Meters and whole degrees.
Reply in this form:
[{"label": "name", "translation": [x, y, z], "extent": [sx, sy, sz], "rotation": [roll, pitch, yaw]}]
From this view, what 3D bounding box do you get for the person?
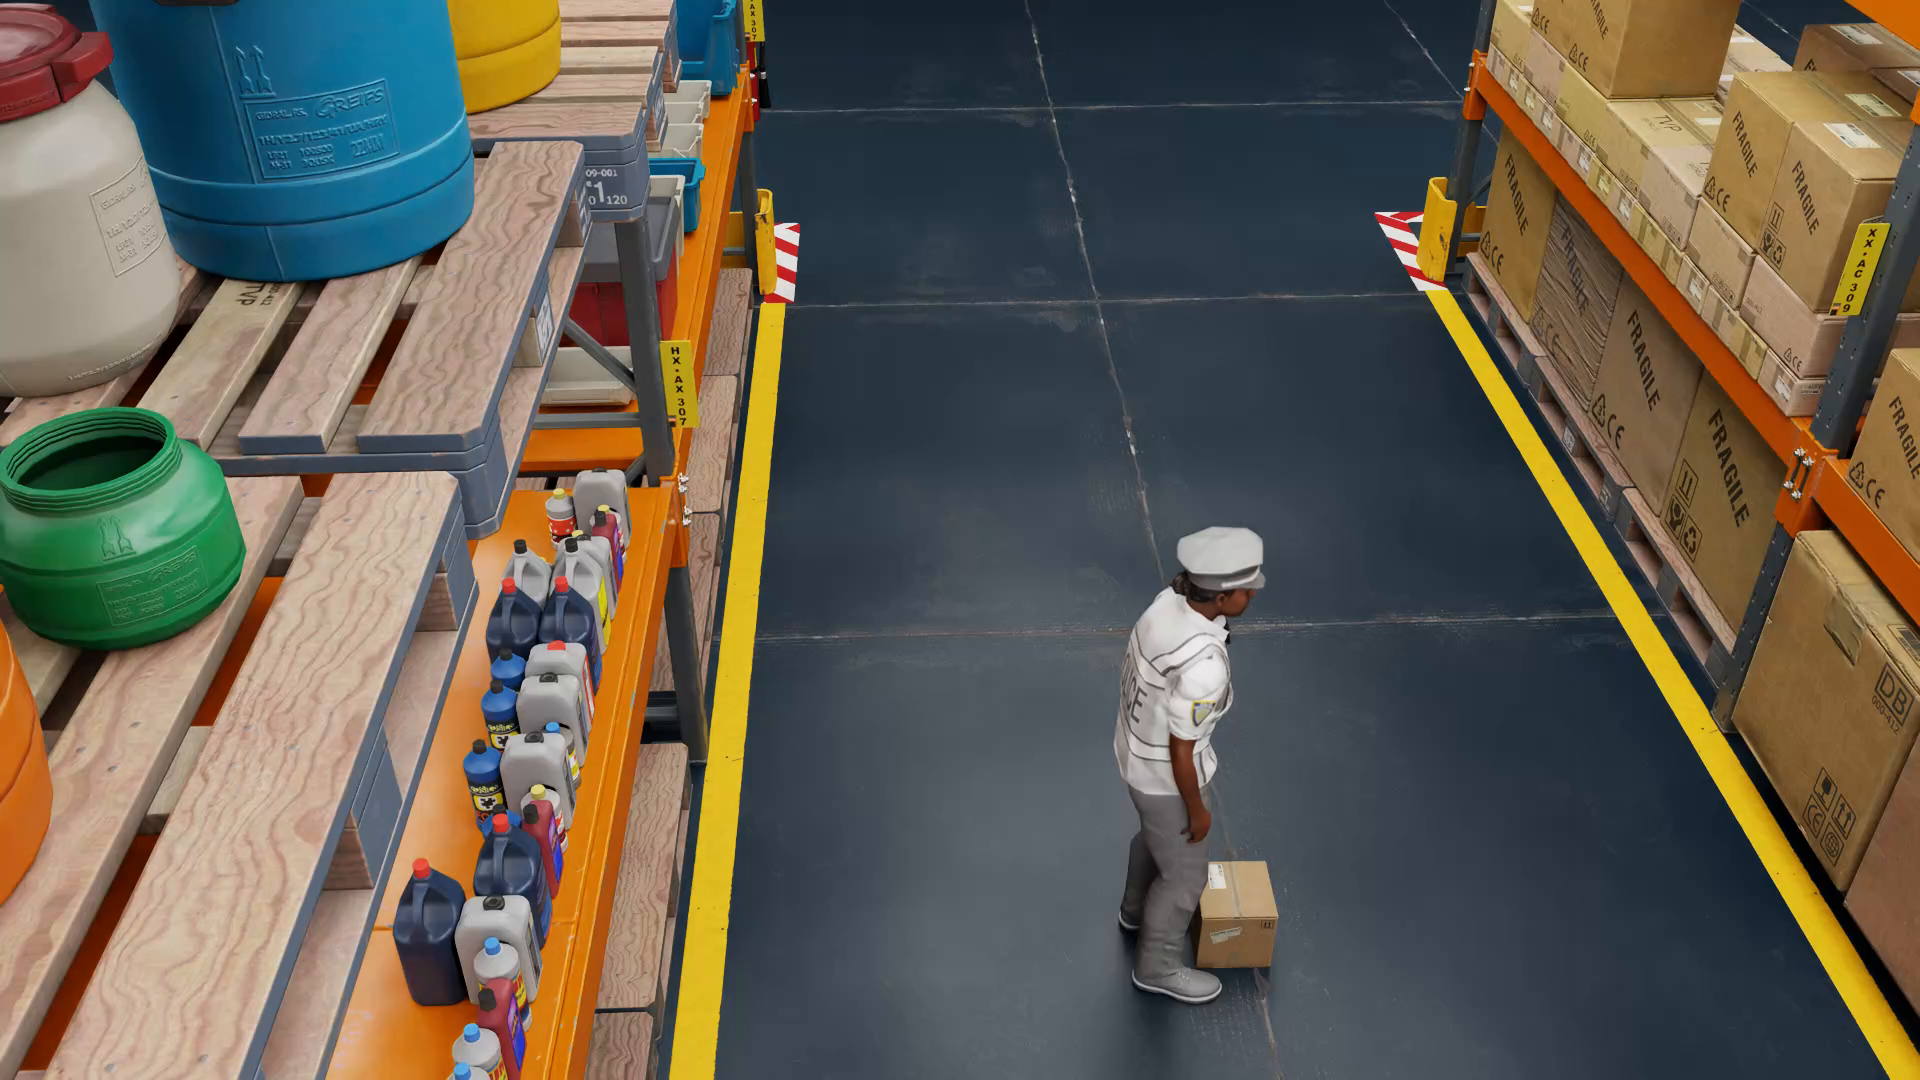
[{"label": "person", "translation": [0.682, 0.700, 5.163], "extent": [0.398, 1.658, 0.510], "rotation": [-2, 35, -2]}]
